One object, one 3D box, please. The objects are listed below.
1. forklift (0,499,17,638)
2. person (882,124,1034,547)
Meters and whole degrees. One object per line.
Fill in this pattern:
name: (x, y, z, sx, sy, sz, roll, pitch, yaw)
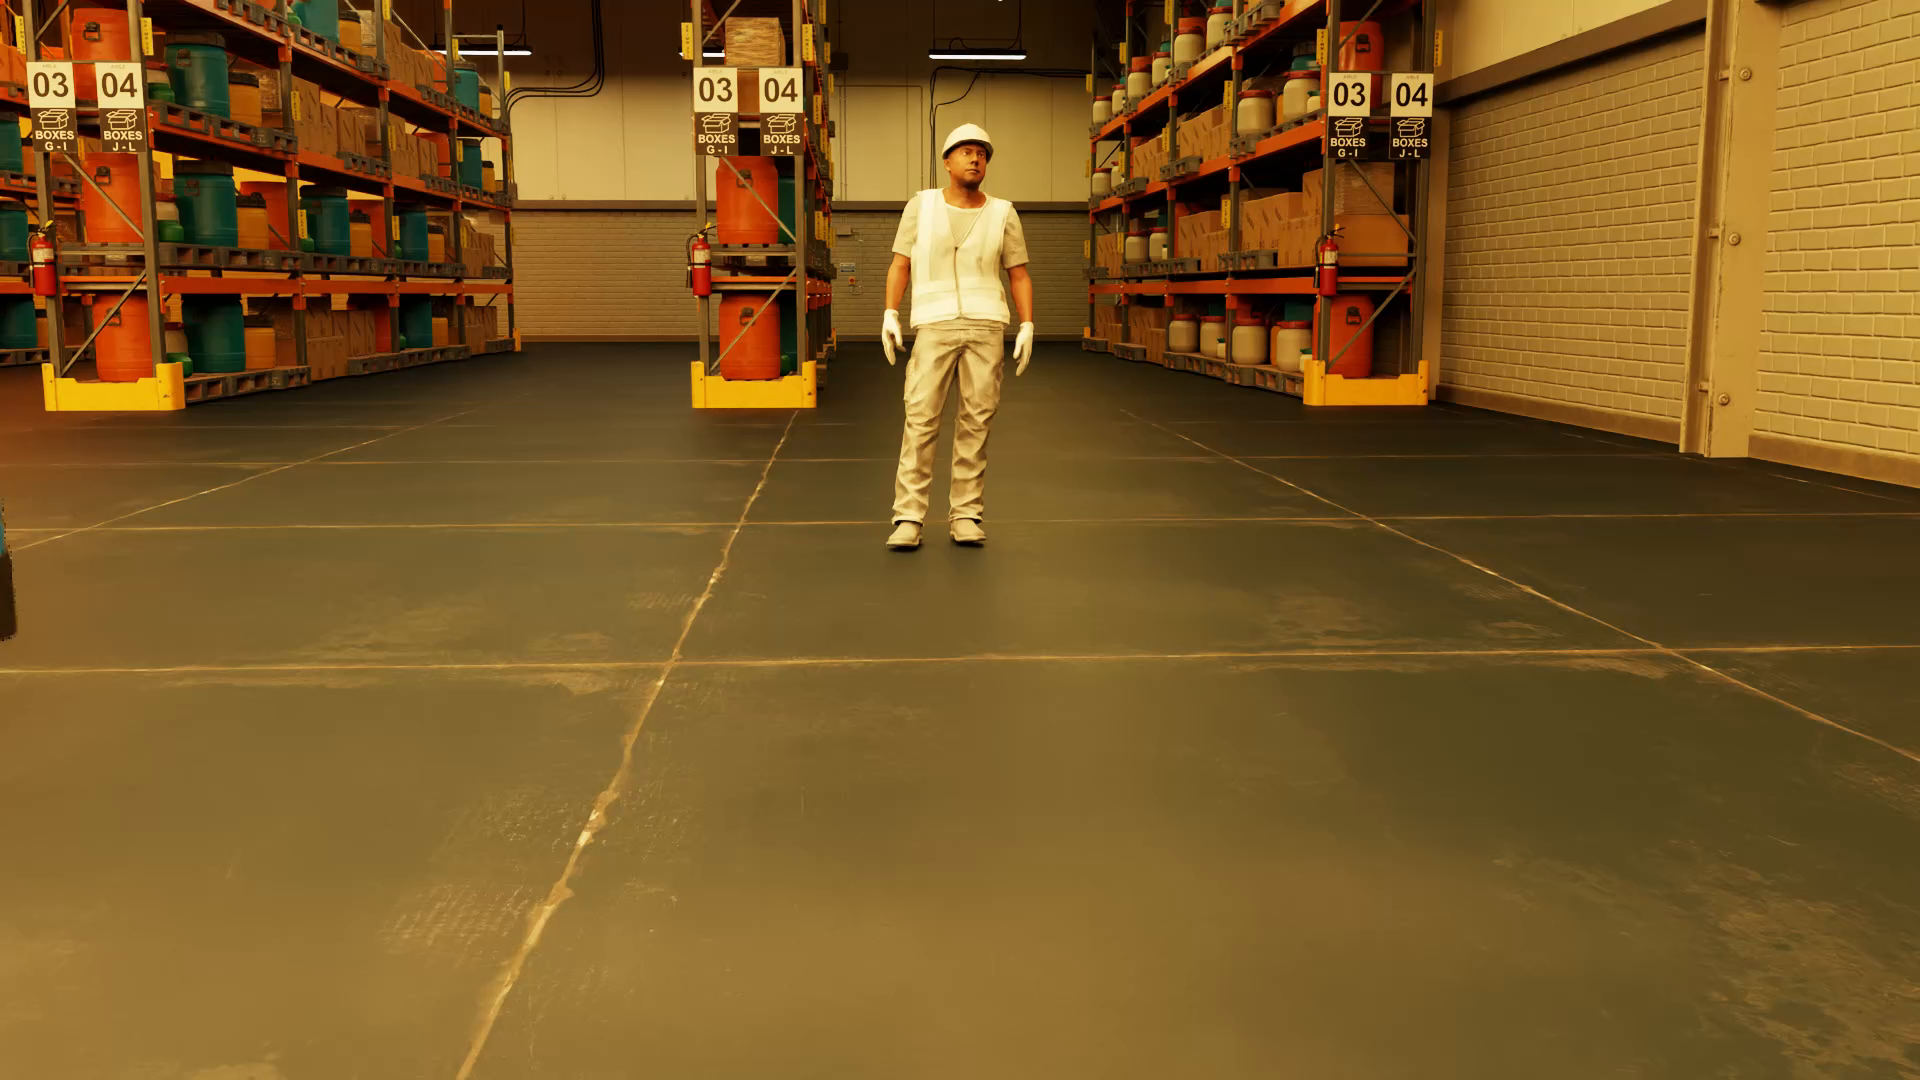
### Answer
forklift: (-4.319, -1.034, 4.293, 3.031, 2.935, 1.130, -6, 10, -33)
person: (-0.005, -0.879, 7.107, 0.656, 1.782, 0.577, -1, 8, -4)
